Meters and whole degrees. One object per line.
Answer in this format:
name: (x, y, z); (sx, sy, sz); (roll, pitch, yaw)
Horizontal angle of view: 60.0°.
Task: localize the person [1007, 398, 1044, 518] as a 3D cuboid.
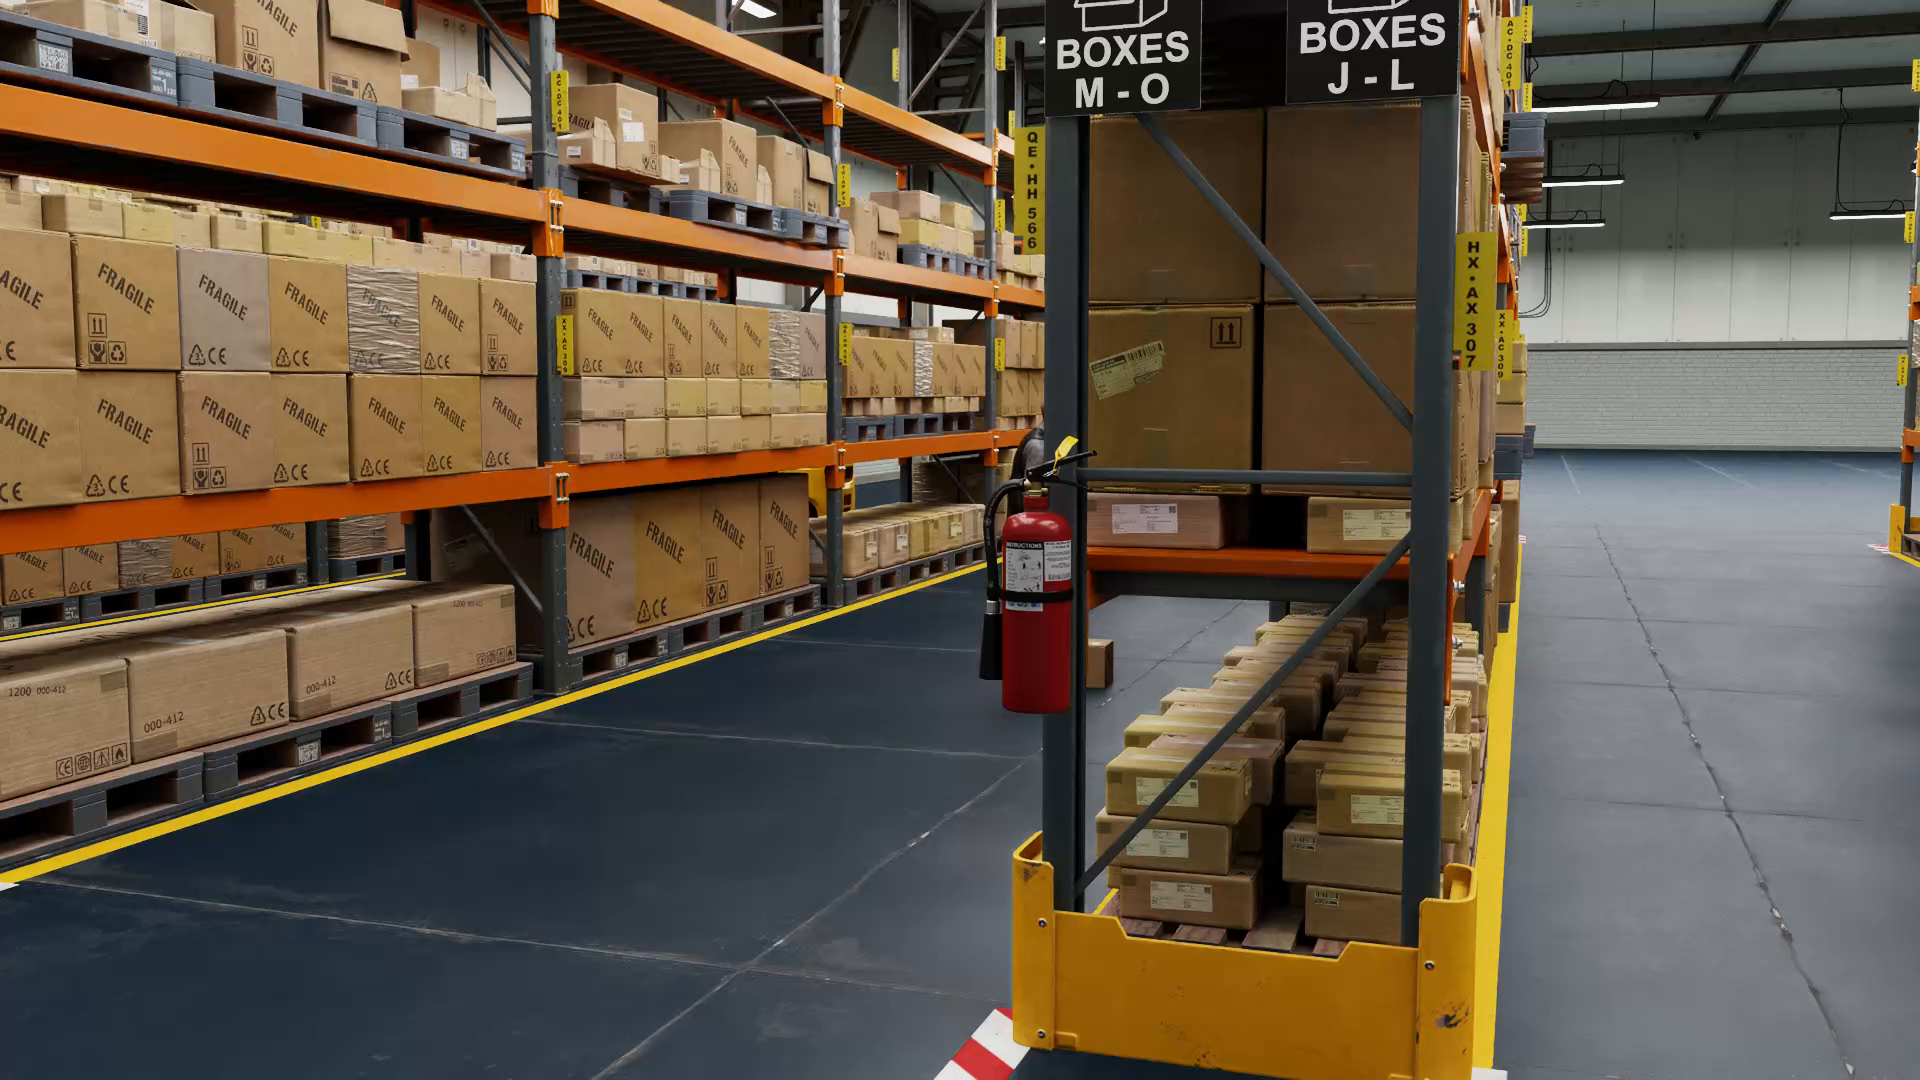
person: (0.492, -0.017, 9.805); (0.417, 1.722, 0.592); (1, 5, 16)
